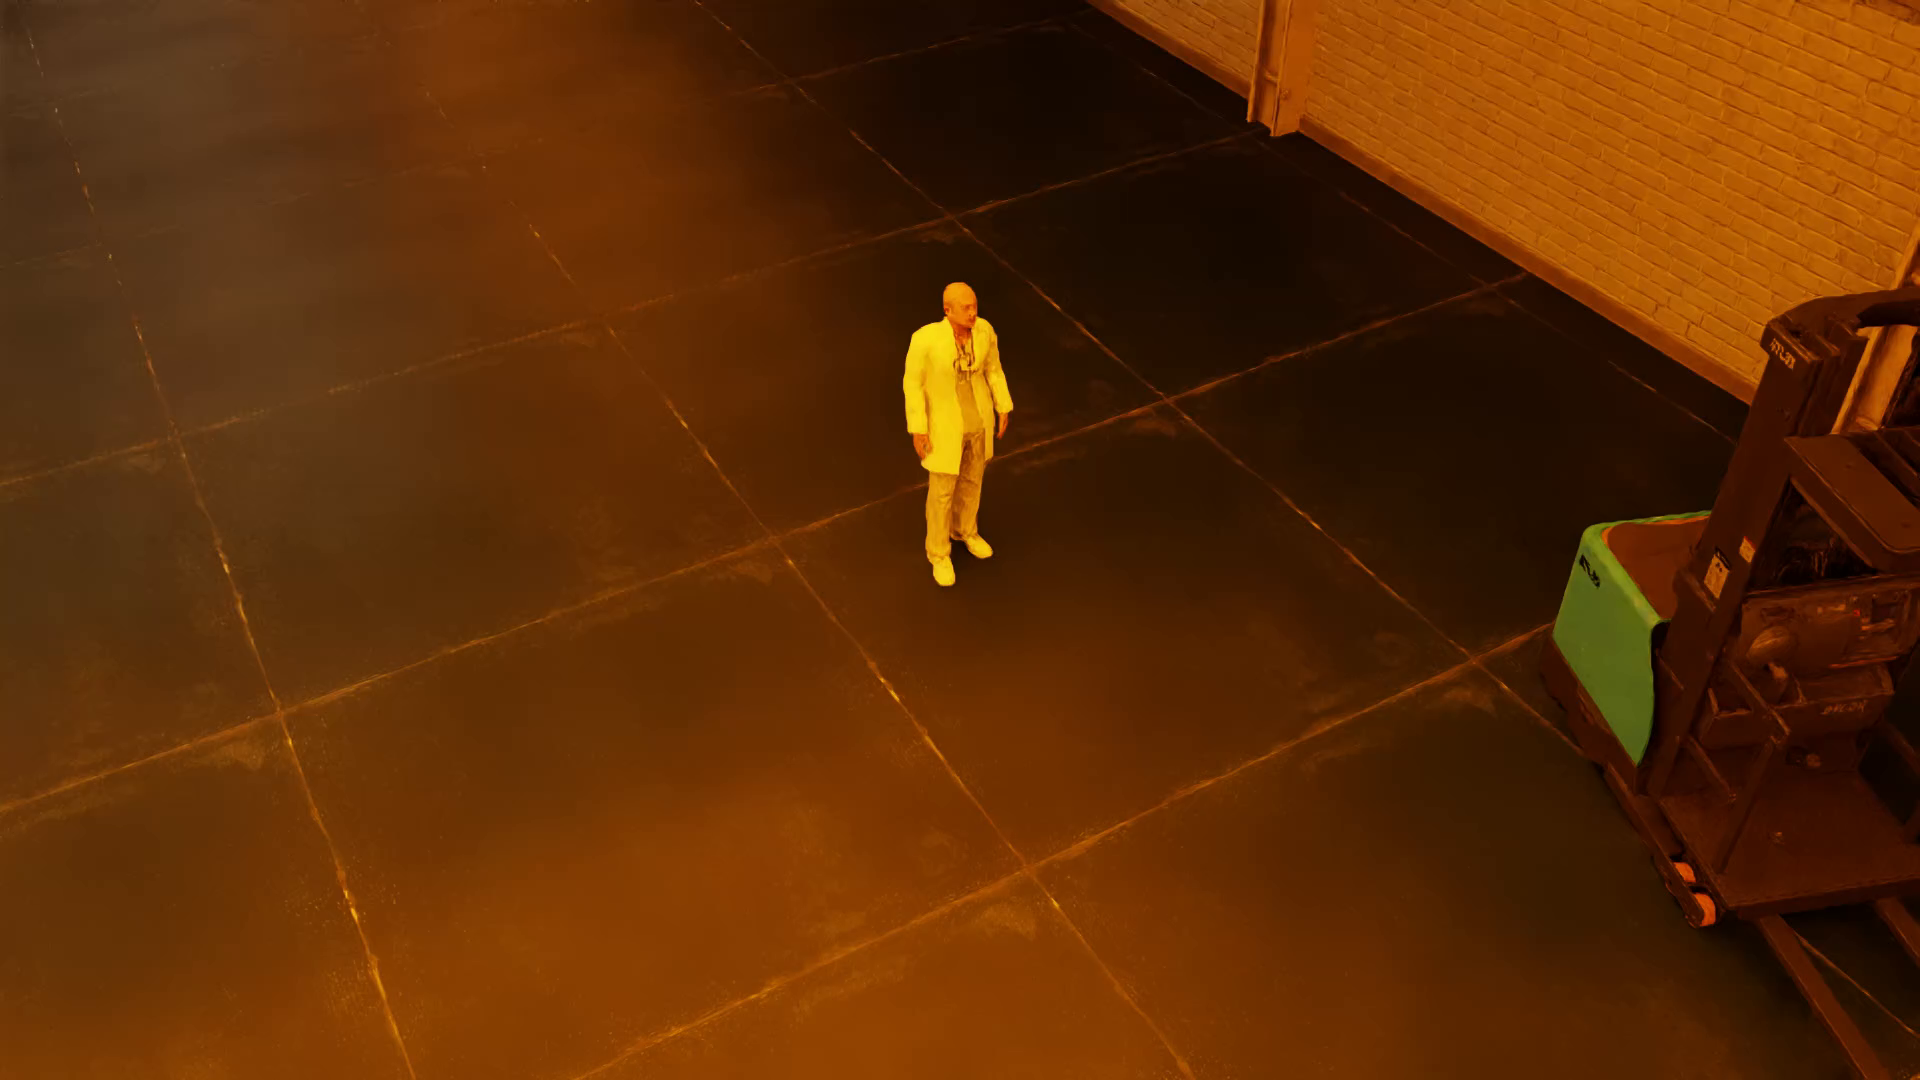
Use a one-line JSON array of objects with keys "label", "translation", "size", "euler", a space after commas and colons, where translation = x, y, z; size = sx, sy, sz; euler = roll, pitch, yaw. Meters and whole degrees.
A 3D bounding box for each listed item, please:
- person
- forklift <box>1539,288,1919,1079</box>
[{"label": "person", "translation": [0.042, -0.638, 9.697], "size": [0.694, 1.776, 0.579], "euler": [-20, 44, -23]}, {"label": "forklift", "translation": [4.025, 0.490, 7.446], "size": [1.130, 2.935, 3.031], "euler": [-7, 40, -8]}]
